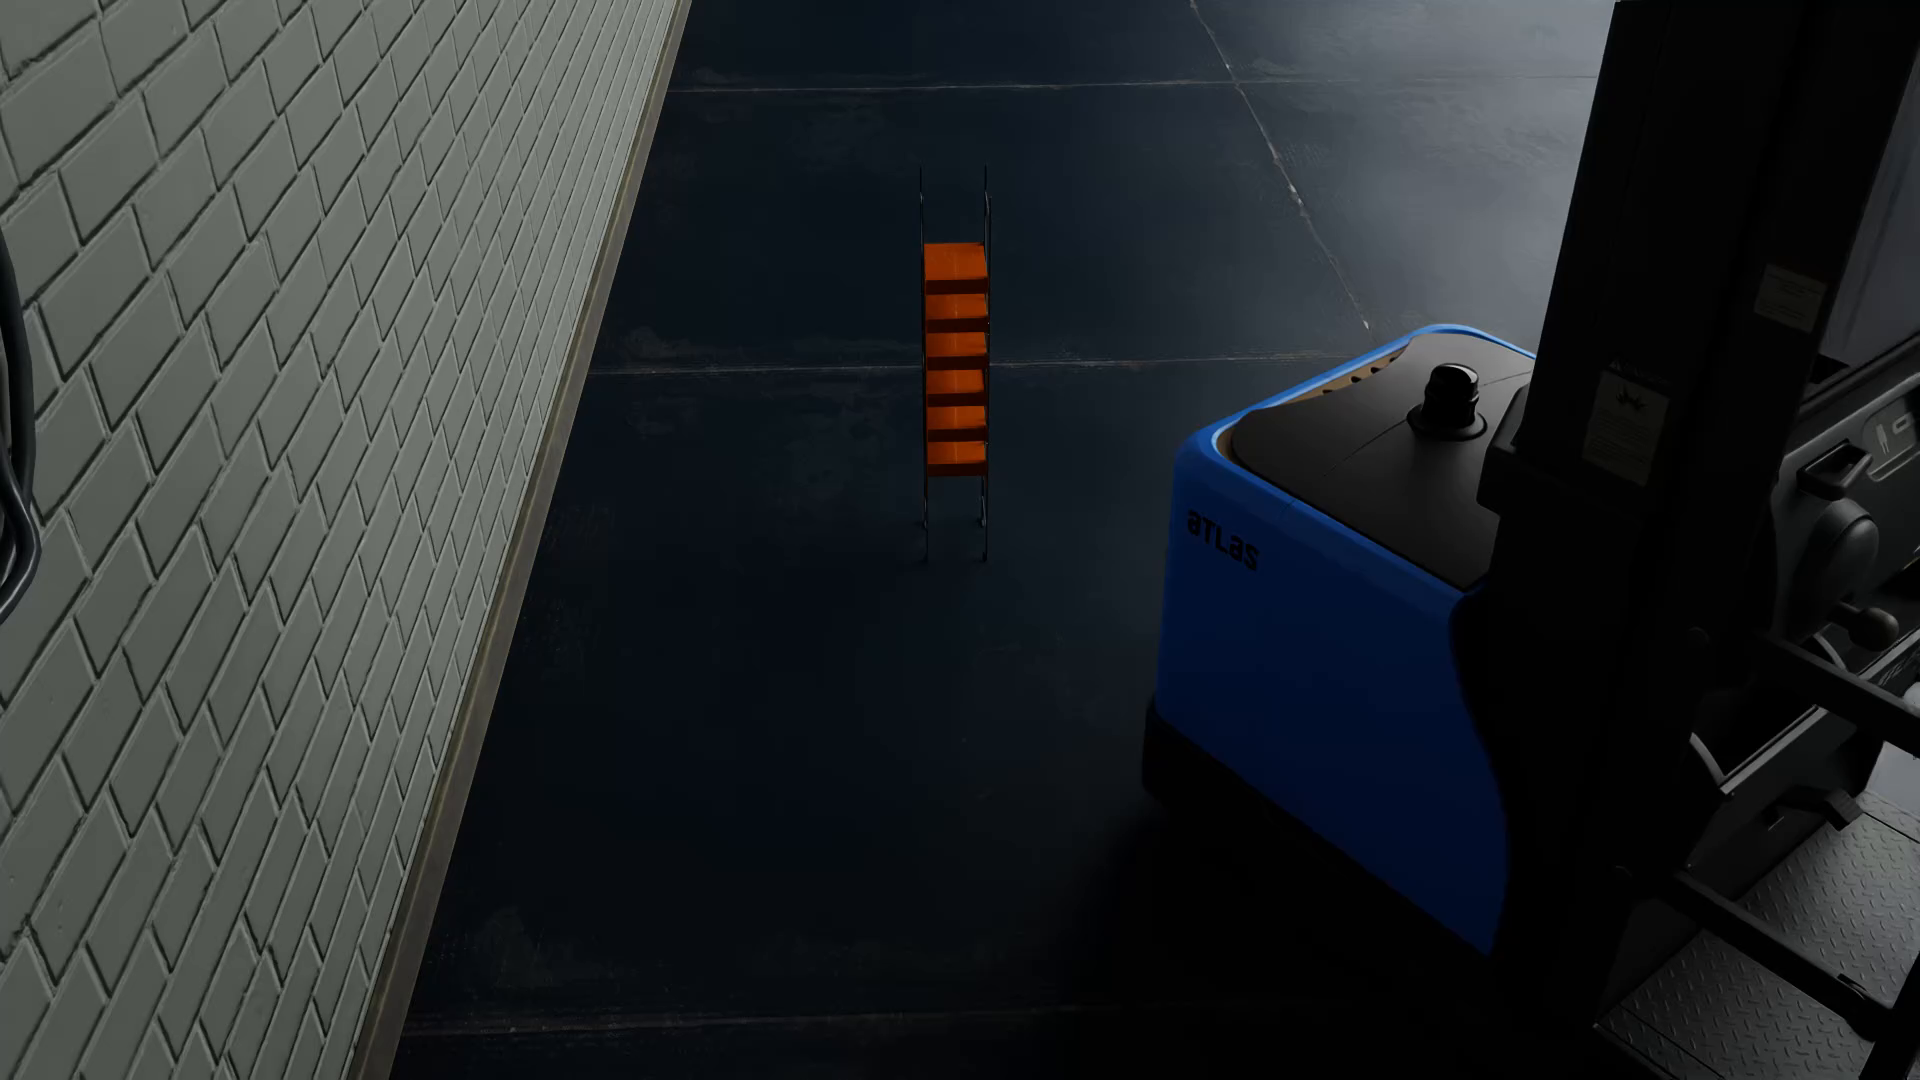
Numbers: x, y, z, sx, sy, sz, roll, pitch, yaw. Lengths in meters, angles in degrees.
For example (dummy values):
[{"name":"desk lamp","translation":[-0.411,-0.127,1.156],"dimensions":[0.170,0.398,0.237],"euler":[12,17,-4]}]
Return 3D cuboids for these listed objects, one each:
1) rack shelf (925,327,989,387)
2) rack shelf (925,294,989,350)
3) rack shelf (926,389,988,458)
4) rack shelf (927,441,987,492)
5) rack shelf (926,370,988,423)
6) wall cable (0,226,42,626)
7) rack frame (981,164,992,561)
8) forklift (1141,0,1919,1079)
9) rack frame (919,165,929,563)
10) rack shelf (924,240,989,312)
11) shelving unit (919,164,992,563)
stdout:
[{"name":"rack shelf","translation":[-0.014,-0.555,4.865],"dimensions":[0.180,0.103,0.258],"euler":[-2,35,-2]},{"name":"rack shelf","translation":[-0.014,-0.654,4.797],"dimensions":[0.180,0.103,0.258],"euler":[-2,35,-2]},{"name":"rack shelf","translation":[-0.014,-0.358,5.002],"dimensions":[0.180,0.103,0.258],"euler":[-2,35,-2]},{"name":"rack shelf","translation":[-0.014,-0.259,5.070],"dimensions":[0.180,0.103,0.258],"euler":[-2,35,-2]},{"name":"rack shelf","translation":[-0.014,-0.456,4.933],"dimensions":[0.180,0.103,0.258],"euler":[-2,35,-2]},{"name":"wall cable","translation":[-1.115,-0.200,0.360],"dimensions":[0.112,2.526,3.097],"euler":[-2,35,-2]},{"name":"rack frame","translation":[0.077,-0.495,4.912],"dimensions":[0.006,1.200,0.240],"euler":[-2,35,-2]},{"name":"forklift","translation":[1.779,-0.064,2.766],"dimensions":[1.130,2.935,3.031],"euler":[-25,42,-31]},{"name":"rack frame","translation":[-0.106,-0.491,4.904],"dimensions":[0.006,1.200,0.240],"euler":[-2,35,-2]},{"name":"rack shelf","translation":[-0.014,-0.752,4.728],"dimensions":[0.180,0.103,0.258],"euler":[-2,35,-2]},{"name":"shelving unit","translation":[-0.014,-0.493,4.908],"dimensions":[0.189,1.200,0.258],"euler":[-2,35,-2]}]
